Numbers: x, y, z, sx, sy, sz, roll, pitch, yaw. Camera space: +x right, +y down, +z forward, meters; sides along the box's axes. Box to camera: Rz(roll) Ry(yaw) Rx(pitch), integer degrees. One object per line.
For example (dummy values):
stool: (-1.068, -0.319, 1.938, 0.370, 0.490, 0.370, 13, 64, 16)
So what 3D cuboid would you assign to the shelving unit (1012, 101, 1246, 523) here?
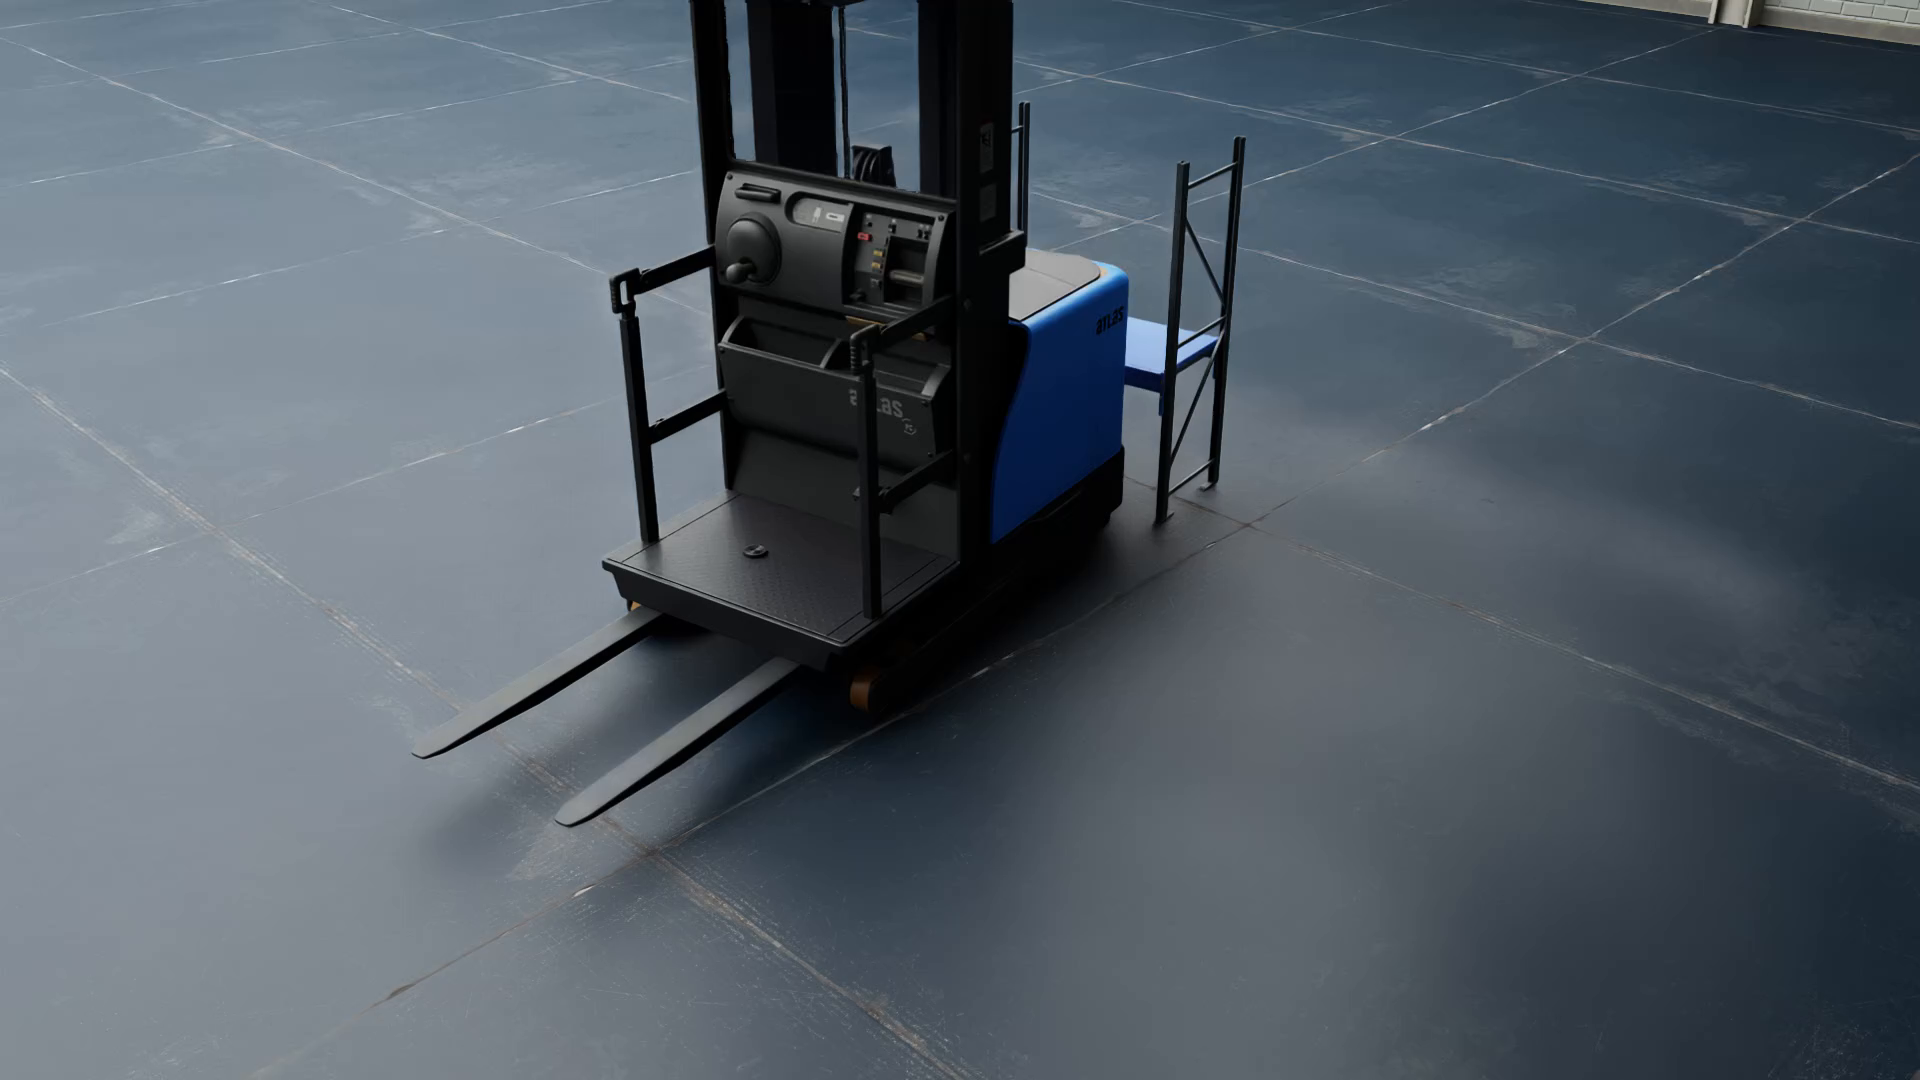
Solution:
shelving unit: (0.554, -0.970, 6.982, 1.048, 1.500, 0.538, 18, 33, 31)

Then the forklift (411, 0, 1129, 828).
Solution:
forklift: (-0.557, -0.959, 5.425, 1.130, 2.935, 3.031, 17, 32, 29)

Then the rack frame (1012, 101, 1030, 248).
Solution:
rack frame: (0.141, -1.107, 7.244, 0.032, 1.500, 0.500, 18, 33, 31)

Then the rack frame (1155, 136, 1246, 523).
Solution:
rack frame: (0.967, -0.832, 6.720, 0.032, 1.500, 0.500, 18, 33, 31)

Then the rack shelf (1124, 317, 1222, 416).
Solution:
rack shelf: (0.554, -0.810, 7.066, 1.000, 0.185, 0.538, 18, 33, 31)

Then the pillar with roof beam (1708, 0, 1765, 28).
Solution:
pillar with roof beam: (4.662, -7.682, 11.690, 0.400, 9.000, 9.100, 25, 36, 38)
